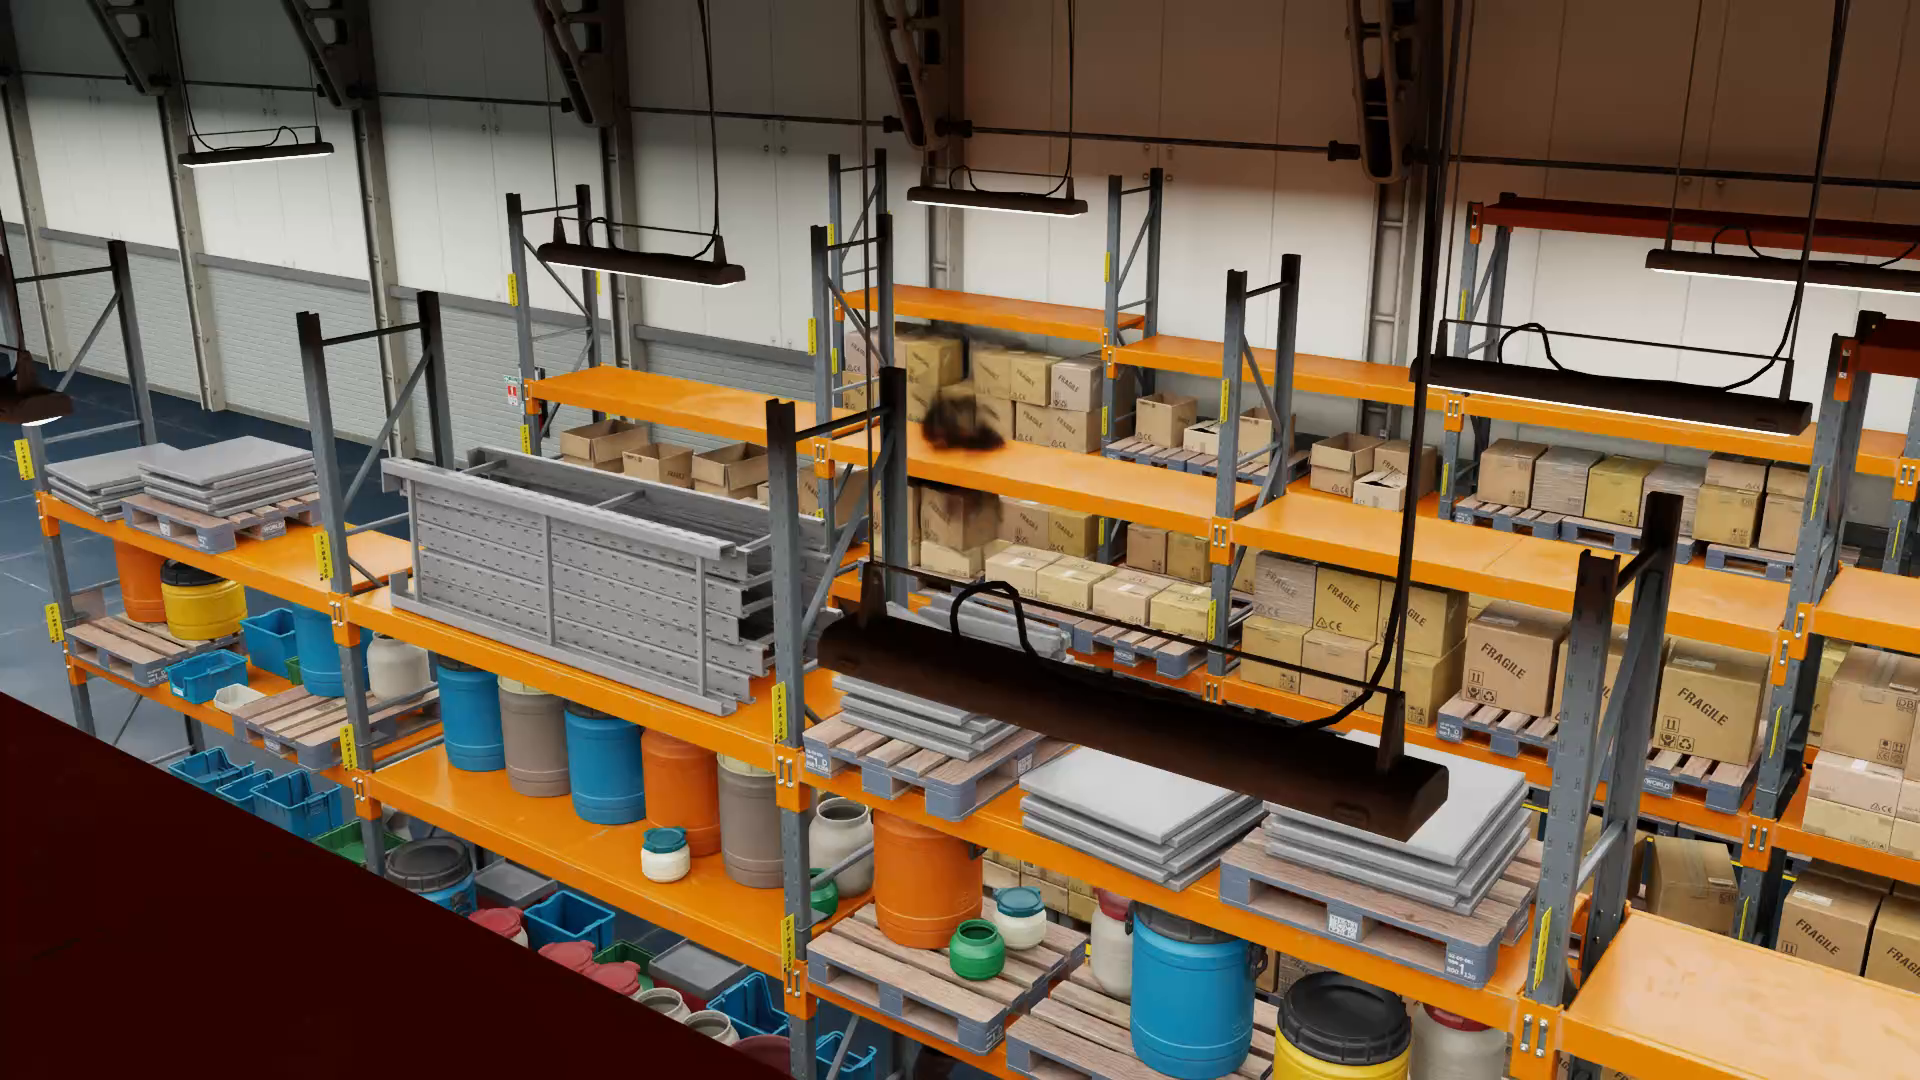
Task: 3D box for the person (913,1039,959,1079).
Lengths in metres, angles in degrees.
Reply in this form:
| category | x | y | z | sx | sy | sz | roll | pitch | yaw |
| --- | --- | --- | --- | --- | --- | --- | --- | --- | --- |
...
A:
| category | x | y | z | sx | sy | sz | roll | pitch | yaw |
| --- | --- | --- | --- | --- | --- | --- | --- | --- | --- |
| person | -0.080 | 3.565 | 11.821 | 0.609 | 1.672 | 0.657 | 13 | 22 | 33 |

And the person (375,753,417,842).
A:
| category | x | y | z | sx | sy | sz | roll | pitch | yaw |
| --- | --- | --- | --- | --- | --- | --- | --- | --- | --- |
| person | -5.328 | 2.348 | 15.355 | 0.600 | 1.744 | 0.690 | 13 | 22 | 33 |
